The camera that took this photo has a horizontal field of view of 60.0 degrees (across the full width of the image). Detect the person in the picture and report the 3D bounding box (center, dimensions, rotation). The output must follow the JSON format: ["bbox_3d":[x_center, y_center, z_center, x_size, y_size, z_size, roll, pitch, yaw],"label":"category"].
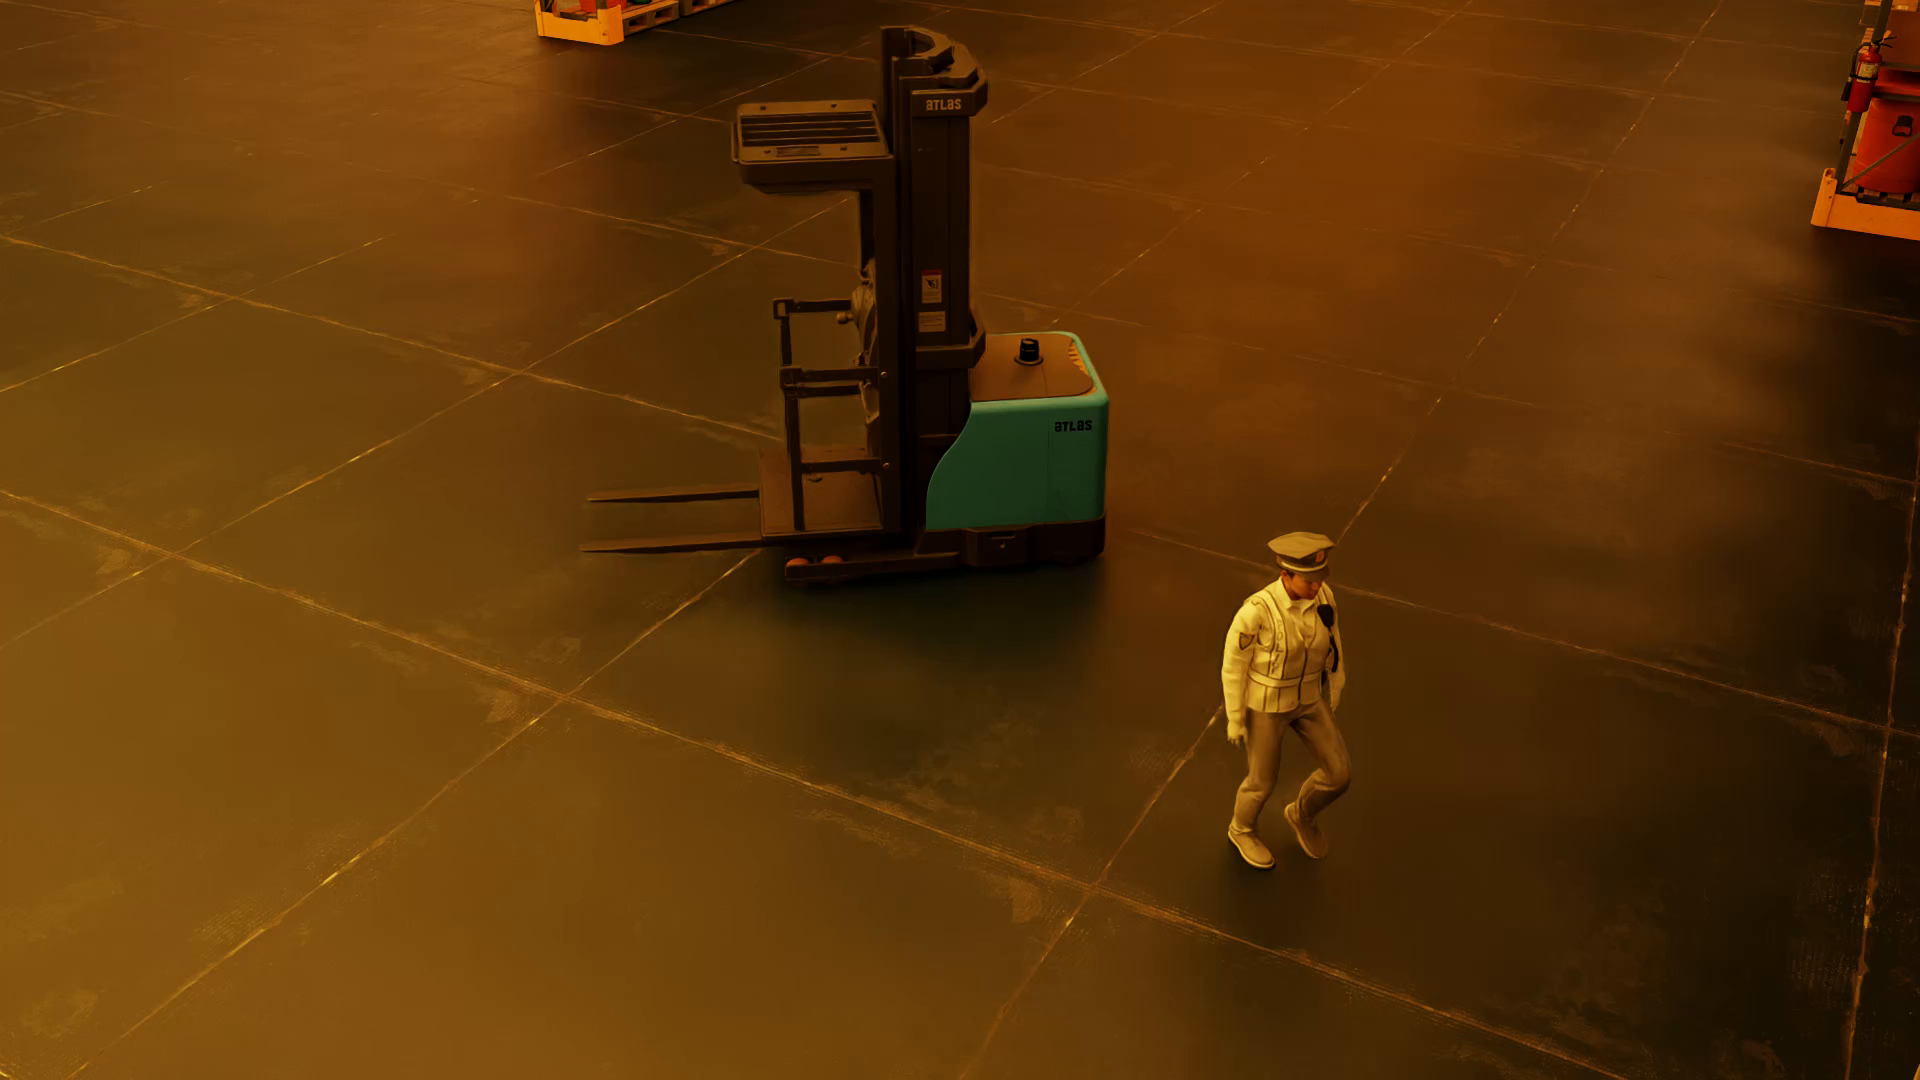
[{"bbox_3d":[1.421,0.728,7.109,0.599,1.671,0.450,-14,33,-22],"label":"person"}]

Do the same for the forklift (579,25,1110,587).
[{"bbox_3d":[-0.707,-1.279,9.287,3.031,2.935,1.130,-4,30,-6],"label":"forklift"}]
